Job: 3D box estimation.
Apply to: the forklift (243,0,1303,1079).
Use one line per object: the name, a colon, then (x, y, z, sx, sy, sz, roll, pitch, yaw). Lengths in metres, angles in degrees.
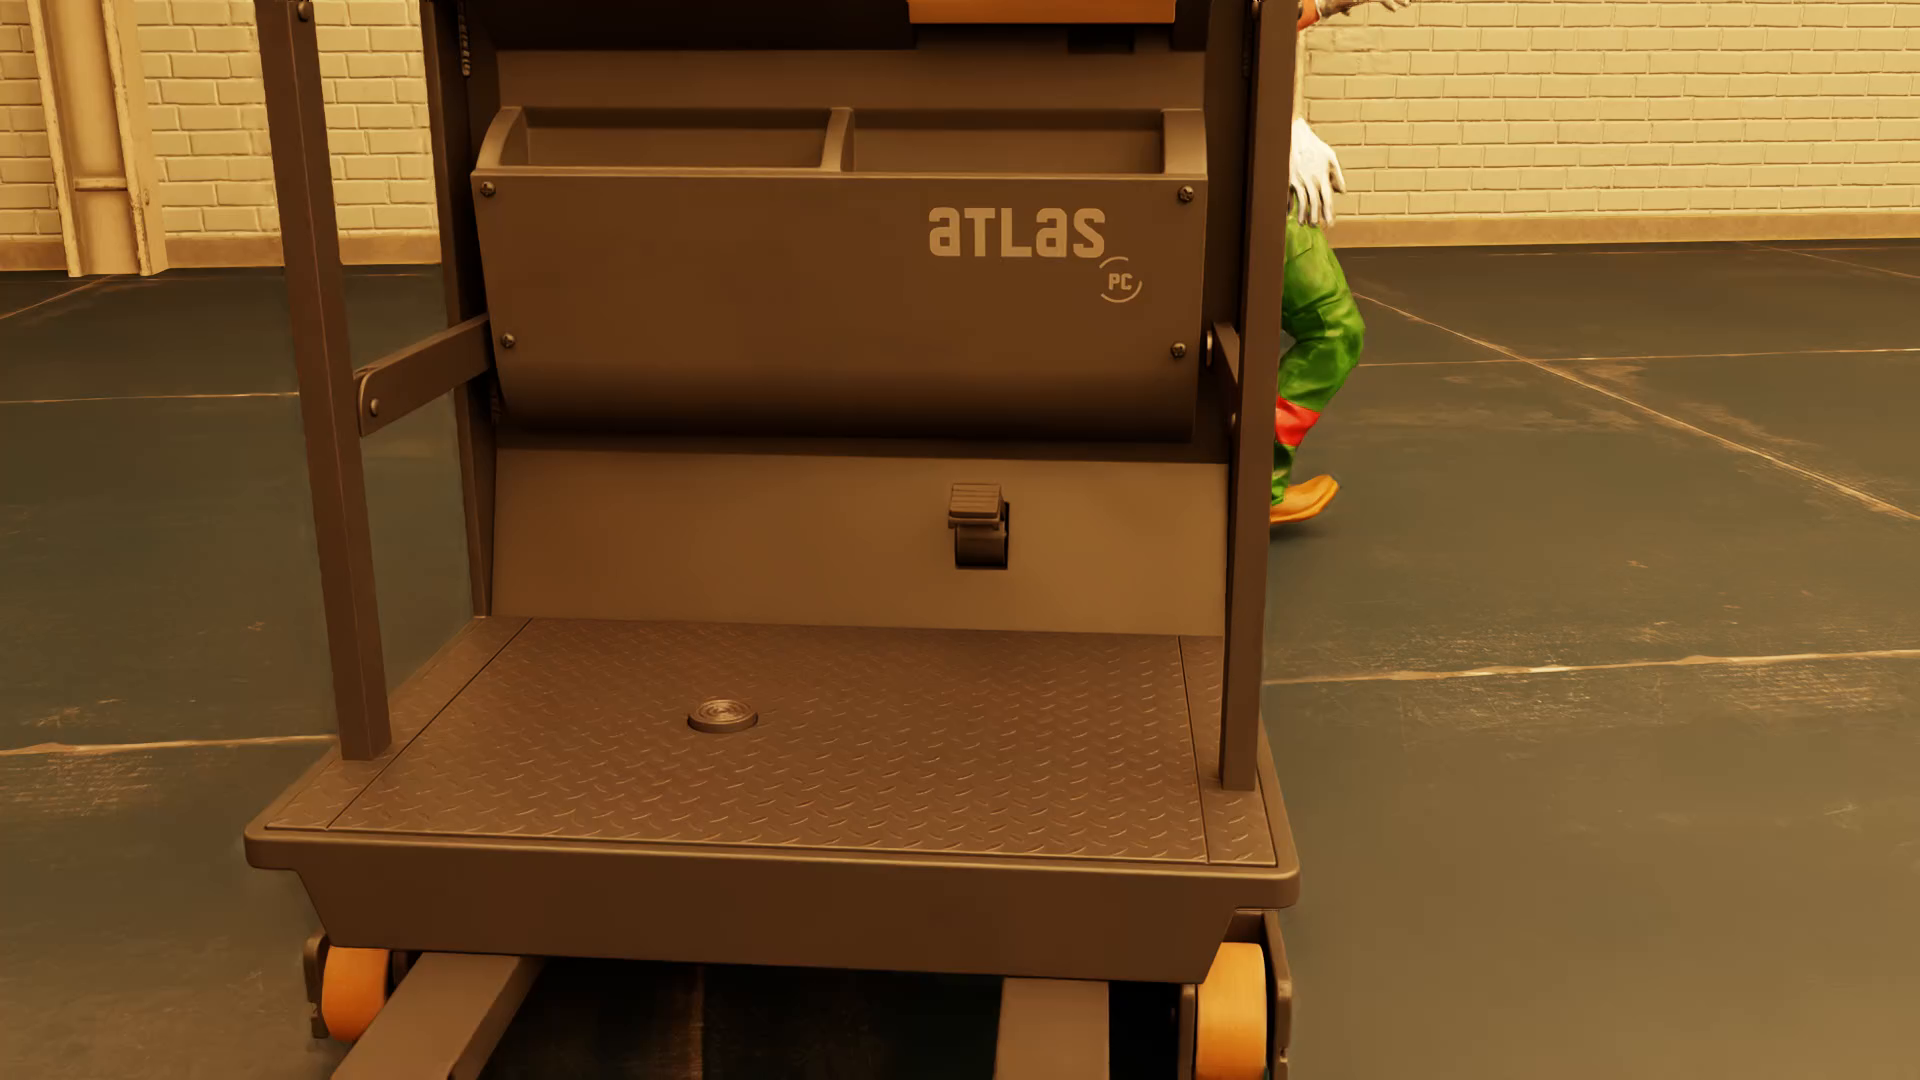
forklift: (-0.168, -0.880, 1.806, 1.130, 2.935, 3.031, 1, 17, 4)

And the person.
person: (0.607, -0.807, 3.823, 0.863, 1.614, 0.861, -7, 18, -21)
